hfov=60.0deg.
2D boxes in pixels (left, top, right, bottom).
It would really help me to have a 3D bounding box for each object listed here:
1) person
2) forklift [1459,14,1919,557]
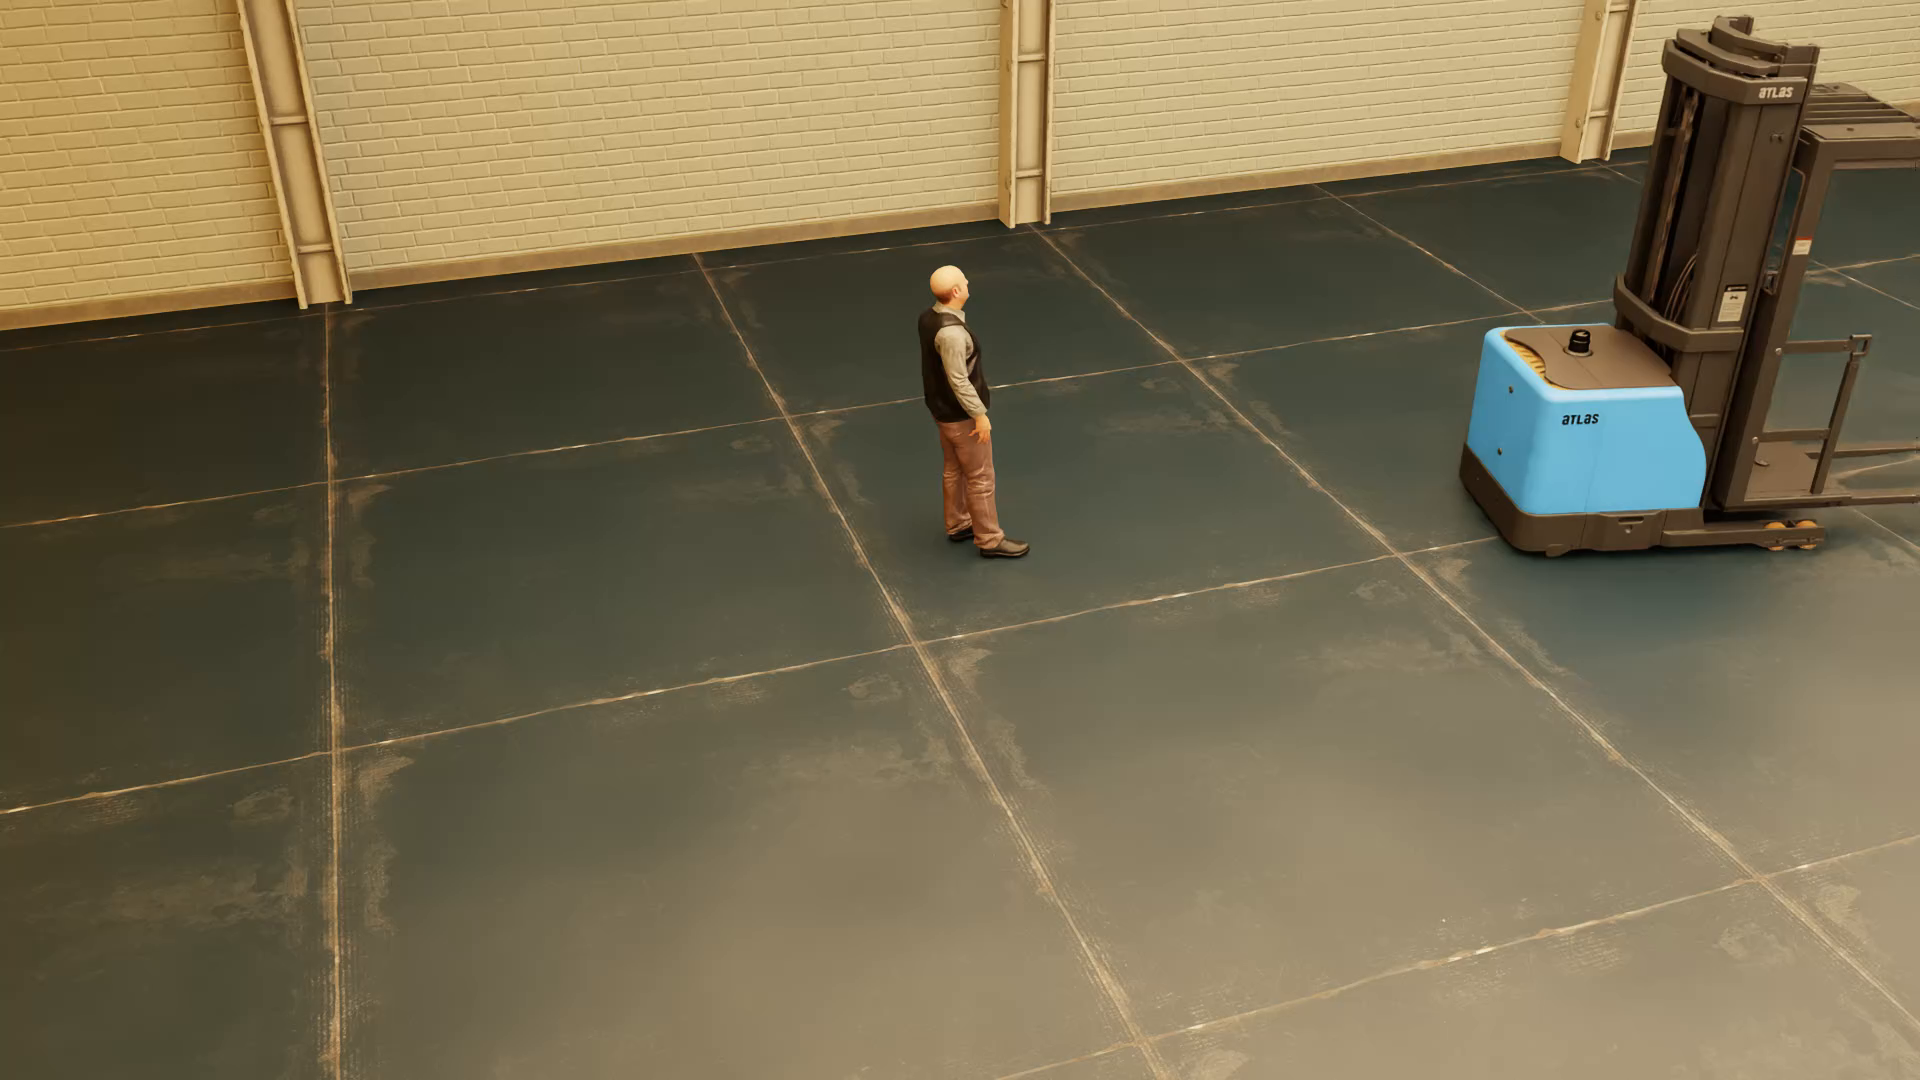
[{"bbox_3d":[0.061,-0.758,9.603,0.568,1.720,0.632,-10,31,-16],"label":"person"},{"bbox_3d":[4.723,-1.467,9.637,3.031,2.935,1.130,-3,30,-5],"label":"forklift"}]
